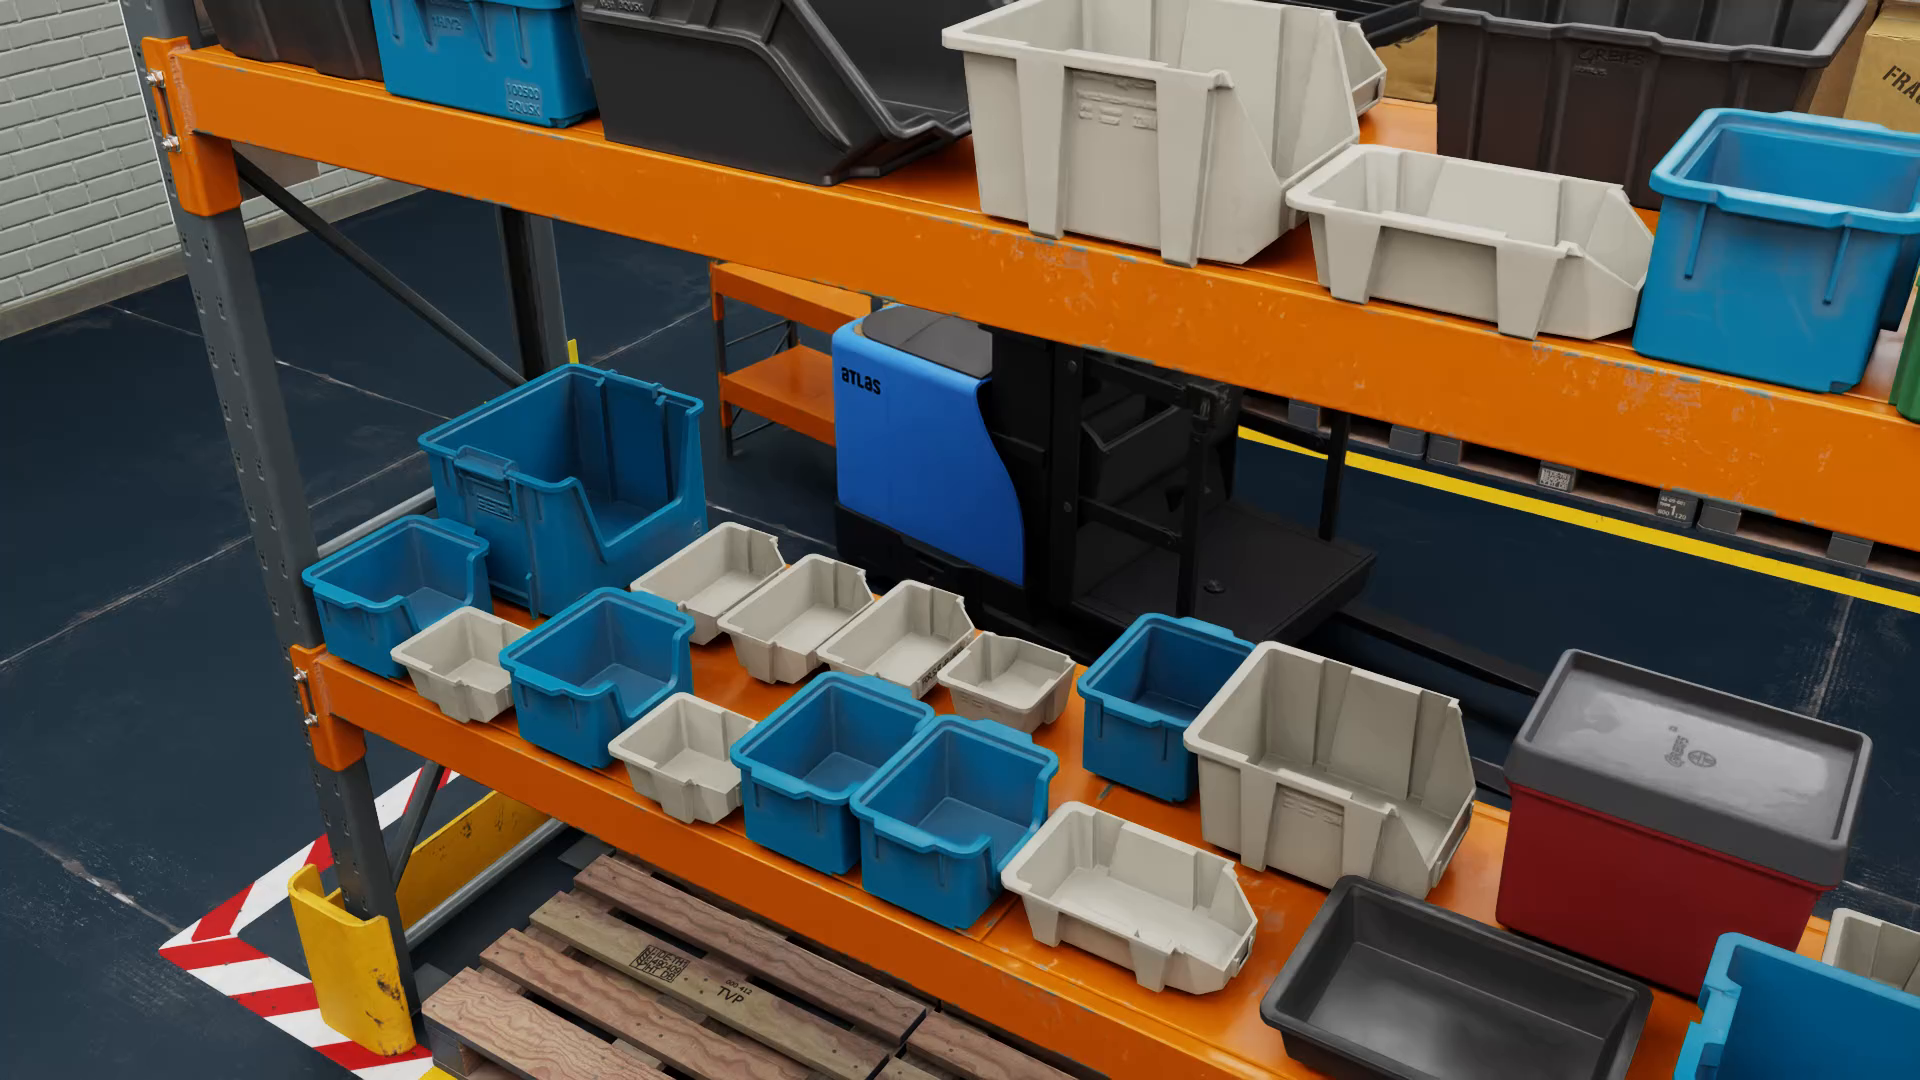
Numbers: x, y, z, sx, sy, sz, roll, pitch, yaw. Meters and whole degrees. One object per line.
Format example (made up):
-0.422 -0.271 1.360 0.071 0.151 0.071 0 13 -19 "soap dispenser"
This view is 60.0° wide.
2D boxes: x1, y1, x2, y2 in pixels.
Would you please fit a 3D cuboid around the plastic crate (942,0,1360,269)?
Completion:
0.302 -0.626 2.487 0.530 0.282 0.437 18 35 27 "plastic crate"

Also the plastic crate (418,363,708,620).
-1.029 -0.138 4.415 0.499 0.435 0.616 18 35 27 "plastic crate"

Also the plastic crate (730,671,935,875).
-0.262 0.499 3.524 0.300 0.233 0.416 18 35 27 "plastic crate"

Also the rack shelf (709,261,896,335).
-0.572 -1.048 7.349 1.000 0.278 0.538 24 38 35 "rack shelf"

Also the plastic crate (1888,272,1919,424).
1.457 -0.224 1.890 0.662 0.188 0.450 18 35 27 "plastic crate"

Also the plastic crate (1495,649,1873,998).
1.353 0.565 3.182 0.583 0.464 0.402 18 35 27 "plastic crate"

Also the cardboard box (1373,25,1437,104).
1.908 -2.230 7.206 0.500 0.500 0.500 17 34 26 "cardboard box"

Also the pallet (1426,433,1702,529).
2.970 -0.508 7.911 1.213 0.211 1.003 18 35 27 "pallet"

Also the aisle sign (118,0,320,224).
-1.630 -1.122 3.617 0.004 0.787 0.394 18 35 27 "aisle sign"

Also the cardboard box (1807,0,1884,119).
3.484 -2.047 6.891 0.500 0.500 0.500 16 34 26 "cardboard box"

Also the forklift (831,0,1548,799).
0.916 -0.861 5.817 3.031 2.935 1.130 24 38 35 "forklift"

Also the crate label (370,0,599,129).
-0.802 -0.953 3.078 0.502 0.251 0.408 18 35 27 "crate label"

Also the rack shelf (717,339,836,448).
-0.572 -0.584 7.620 1.000 0.278 0.538 24 38 35 "rack shelf"

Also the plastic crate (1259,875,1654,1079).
0.886 0.873 2.991 0.590 0.125 0.437 18 35 27 "plastic crate"

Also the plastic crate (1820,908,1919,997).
1.658 0.867 2.989 0.243 0.136 0.396 18 35 27 "plastic crate"

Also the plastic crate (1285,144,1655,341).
0.697 -0.395 2.235 0.466 0.136 0.293 18 35 27 "plastic crate"

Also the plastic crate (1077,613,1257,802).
0.464 0.380 3.728 0.300 0.233 0.416 18 35 27 "plastic crate"

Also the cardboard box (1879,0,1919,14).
3.927 -1.909 6.655 0.500 0.500 0.500 18 35 27 "cardboard box"

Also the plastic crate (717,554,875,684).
-0.387 0.206 4.122 0.243 0.136 0.396 18 35 27 "plastic crate"

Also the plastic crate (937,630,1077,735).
0.123 0.342 3.889 0.250 0.136 0.298 18 35 27 "plastic crate"

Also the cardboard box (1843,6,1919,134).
3.656 -1.682 6.265 0.500 0.500 0.500 18 35 28 "cardboard box"

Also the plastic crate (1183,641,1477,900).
0.781 0.502 3.470 0.530 0.282 0.437 18 35 27 "plastic crate"

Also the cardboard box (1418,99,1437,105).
1.928 -1.904 7.391 0.500 0.250 0.500 17 34 27 "cardboard box"

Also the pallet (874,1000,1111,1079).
0.295 1.663 4.191 1.213 0.211 1.003 18 35 27 "pallet"

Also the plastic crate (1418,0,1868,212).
1.070 -0.724 2.667 0.590 0.269 0.497 18 35 27 "plastic crate"

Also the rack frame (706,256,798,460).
-0.954 -0.964 7.786 0.032 1.125 0.500 24 38 35 "rack frame"

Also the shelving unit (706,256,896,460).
-0.572 -0.795 7.497 1.048 1.125 0.538 24 38 35 "shelving unit"

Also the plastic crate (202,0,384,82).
-1.234 -1.124 3.352 0.590 0.269 0.497 18 35 27 "plastic crate"

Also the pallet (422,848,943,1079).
-0.734 1.335 4.752 1.213 0.211 1.003 18 35 27 "pallet"

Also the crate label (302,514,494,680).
-1.377 0.146 4.129 0.303 0.233 0.416 18 35 27 "crate label"

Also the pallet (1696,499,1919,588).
4.007 -0.182 7.352 1.213 0.211 1.003 18 35 27 "pallet"

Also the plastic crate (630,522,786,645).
-0.625 0.123 4.265 0.243 0.136 0.396 18 35 27 "plastic crate"

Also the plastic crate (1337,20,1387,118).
0.471 -0.841 2.999 0.530 0.136 0.437 18 35 27 "plastic crate"

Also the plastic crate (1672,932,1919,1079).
1.400 0.966 2.573 0.575 0.384 0.392 18 35 27 "plastic crate"

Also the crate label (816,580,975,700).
-0.138 0.271 4.012 0.243 0.136 0.396 18 35 27 "crate label"

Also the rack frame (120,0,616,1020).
-1.412 -0.107 4.456 0.127 3.000 1.000 18 35 27 "rack frame"

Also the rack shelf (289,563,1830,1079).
0.282 0.740 3.719 4.000 0.370 1.077 18 35 27 "rack shelf"

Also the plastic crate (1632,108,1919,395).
1.036 -0.366 2.090 0.300 0.233 0.416 18 35 27 "plastic crate"

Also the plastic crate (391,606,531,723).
-1.150 0.309 3.945 0.298 0.136 0.250 18 35 27 "plastic crate"

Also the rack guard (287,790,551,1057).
-1.439 0.972 5.088 0.348 0.500 1.175 18 35 27 "rack guard"

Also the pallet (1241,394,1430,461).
1.940 -0.835 8.472 1.213 0.211 1.003 18 35 27 "pallet"

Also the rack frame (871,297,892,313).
-0.190 -0.626 7.207 0.032 1.125 0.500 24 38 35 "rack frame"

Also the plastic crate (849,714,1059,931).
-0.008 0.580 3.386 0.300 0.233 0.416 18 35 27 "plastic crate"

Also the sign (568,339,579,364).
-1.133 -0.416 4.825 0.005 0.325 0.100 18 35 27 "sign"

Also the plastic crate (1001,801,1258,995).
0.342 0.715 3.250 0.466 0.136 0.293 18 35 27 "plastic crate"

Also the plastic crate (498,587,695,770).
-0.820 0.323 3.827 0.300 0.233 0.416 18 35 27 "plastic crate"

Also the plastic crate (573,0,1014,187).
-0.264 -0.849 2.813 0.767 0.338 0.504 18 35 27 "plastic crate"

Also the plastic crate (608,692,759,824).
-0.575 0.491 3.634 0.298 0.136 0.250 18 35 27 "plastic crate"

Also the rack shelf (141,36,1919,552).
0.282 -0.556 2.963 4.000 0.370 1.077 18 35 27 "rack shelf"
